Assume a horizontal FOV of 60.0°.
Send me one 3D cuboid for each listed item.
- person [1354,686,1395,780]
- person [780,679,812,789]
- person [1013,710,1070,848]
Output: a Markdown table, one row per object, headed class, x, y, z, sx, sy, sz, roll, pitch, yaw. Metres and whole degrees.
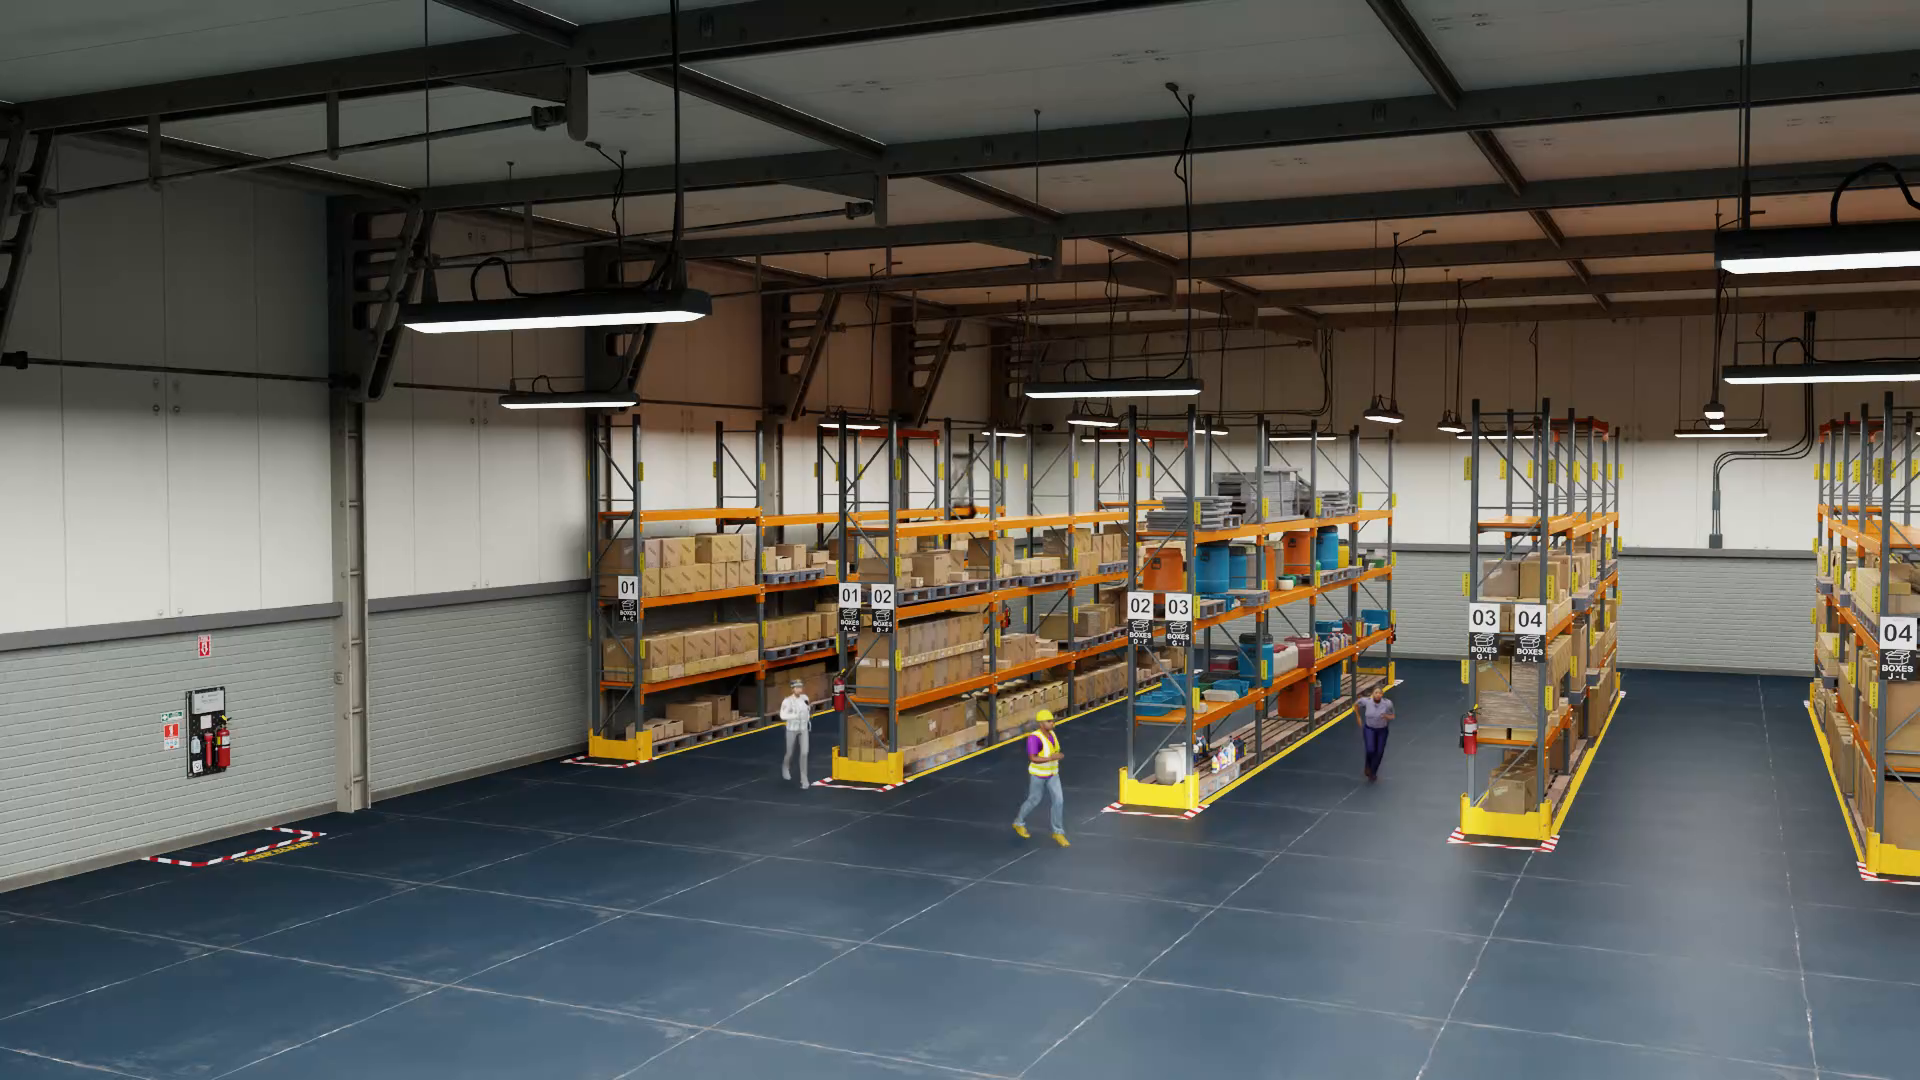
| class | x | y | z | sx | sy | sz | roll | pitch | yaw |
| --- | --- | --- | --- | --- | --- | --- | --- | --- | --- |
| person | 6.665 | 3.113 | 26.716 | 0.590 | 1.558 | 0.798 | 0 | 2 | 4 |
| person | -2.607 | 3.041 | 26.462 | 0.598 | 1.702 | 0.919 | -1 | 3 | -25 |
| person | 1.099 | 3.178 | 22.349 | 0.897 | 1.803 | 0.681 | 2 | 3 | 44 |
